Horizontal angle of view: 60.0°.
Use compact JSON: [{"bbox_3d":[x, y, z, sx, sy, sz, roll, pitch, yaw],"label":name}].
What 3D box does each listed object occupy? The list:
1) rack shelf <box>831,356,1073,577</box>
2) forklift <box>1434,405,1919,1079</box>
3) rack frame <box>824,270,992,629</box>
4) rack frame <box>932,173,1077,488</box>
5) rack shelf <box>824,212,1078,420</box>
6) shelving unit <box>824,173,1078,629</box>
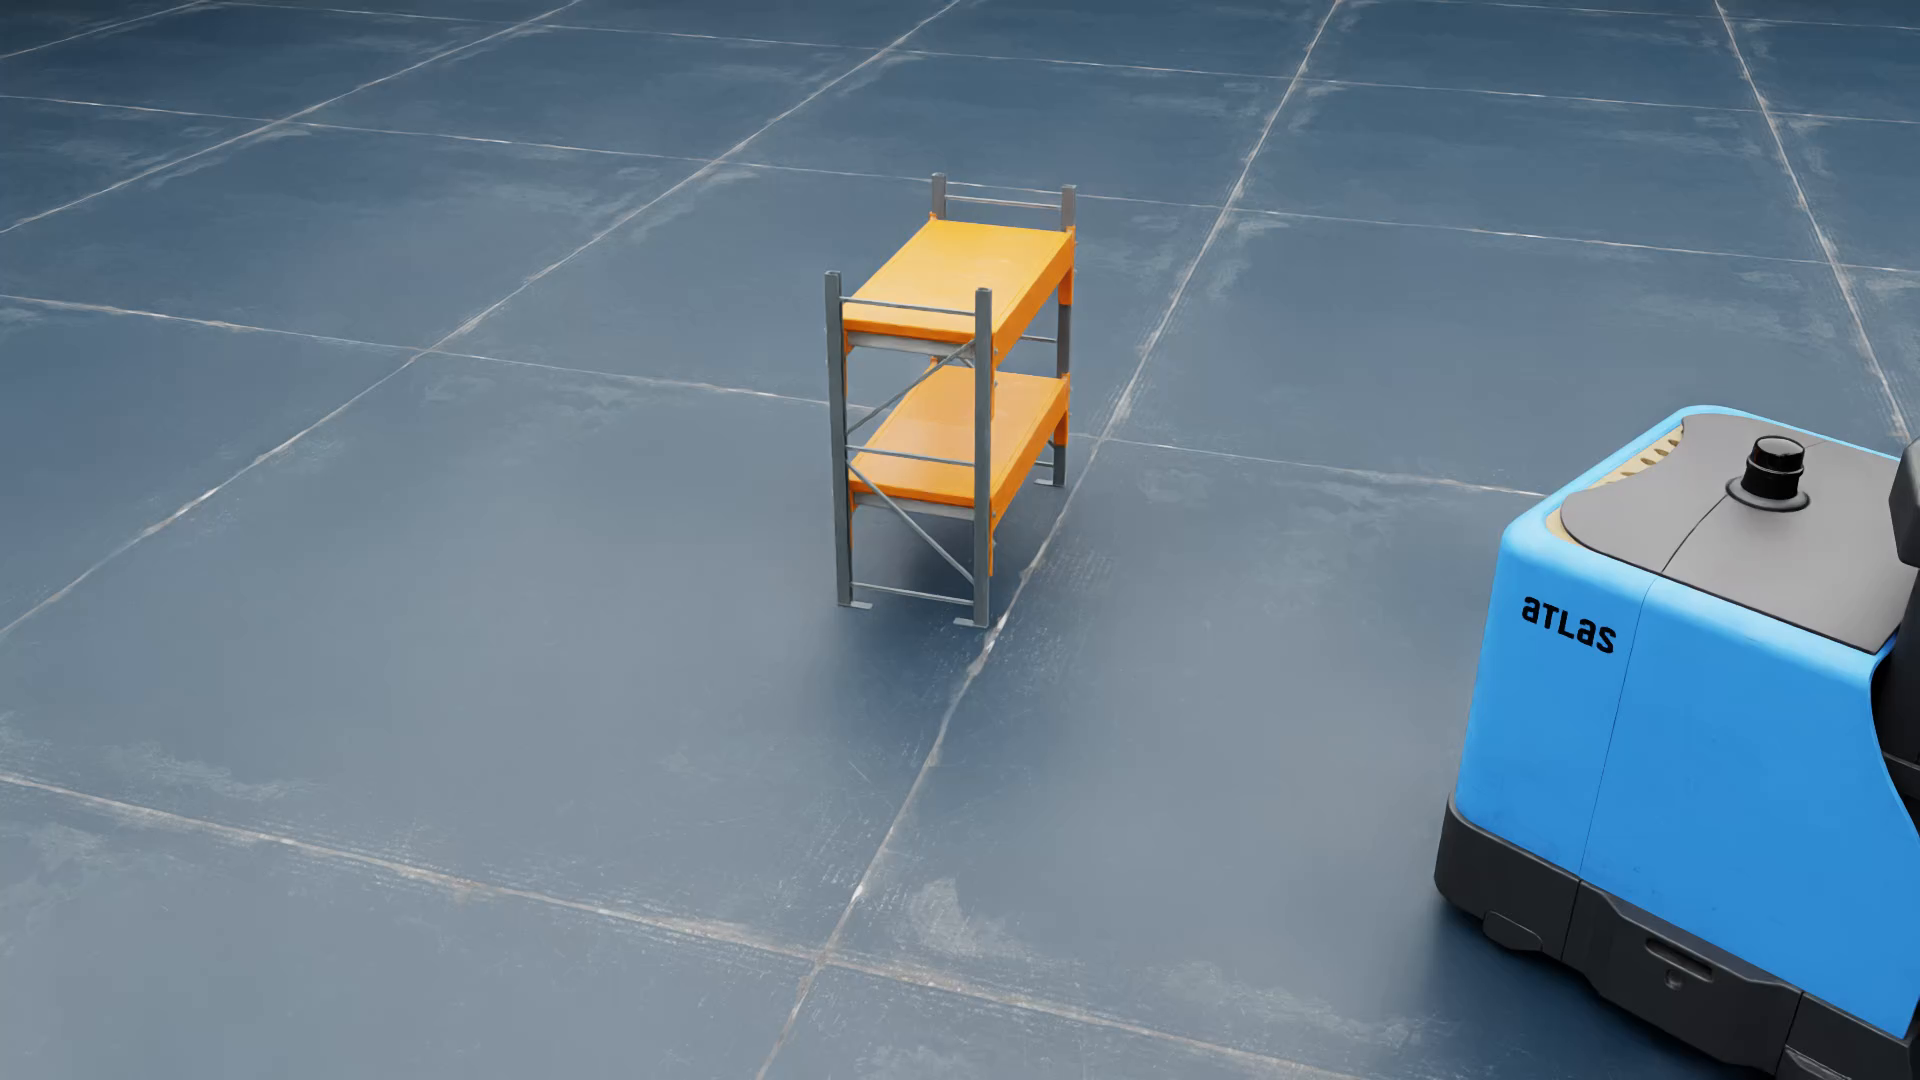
[{"bbox_3d":[-0.002,-0.275,5.590,0.538,0.278,1.000,8,30,15],"label":"rack shelf"},{"bbox_3d":[2.562,-0.031,2.790,1.130,2.935,3.031,-26,38,-38],"label":"forklift"},{"bbox_3d":[-0.151,-0.252,5.046,0.500,1.125,0.032,8,30,15],"label":"rack frame"},{"bbox_3d":[0.147,-0.725,5.896,0.500,1.125,0.032,8,30,15],"label":"rack frame"},{"bbox_3d":[-0.002,-0.744,5.329,0.538,0.278,1.000,8,30,15],"label":"rack shelf"},{"bbox_3d":[-0.002,-0.488,5.471,0.538,1.125,1.048,8,30,15],"label":"shelving unit"}]
